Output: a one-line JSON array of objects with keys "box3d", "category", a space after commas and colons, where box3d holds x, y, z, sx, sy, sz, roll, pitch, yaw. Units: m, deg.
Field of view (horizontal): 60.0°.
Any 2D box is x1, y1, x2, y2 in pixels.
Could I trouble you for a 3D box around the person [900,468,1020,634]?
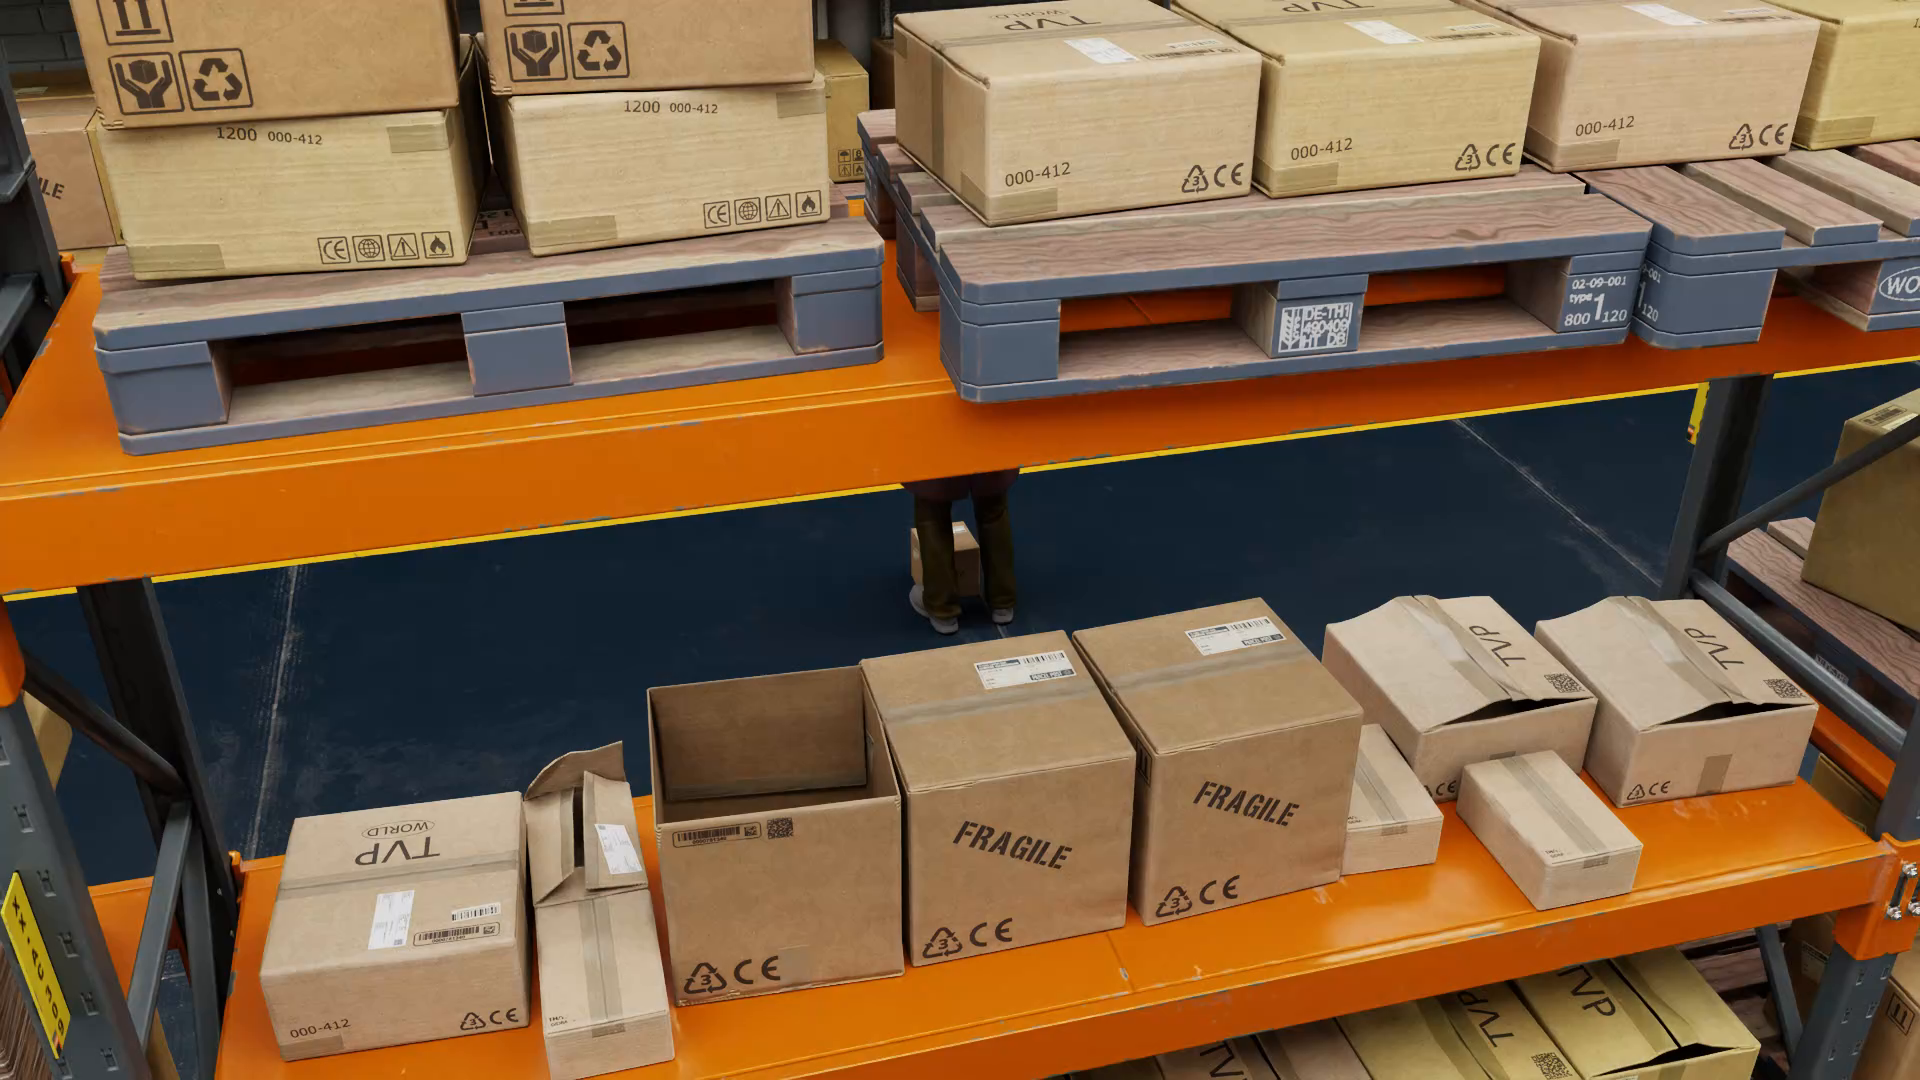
[{"box3d": [-0.010, -0.443, 6.916, 0.655, 1.774, 0.419, -9, 31, -15], "category": "person"}]
